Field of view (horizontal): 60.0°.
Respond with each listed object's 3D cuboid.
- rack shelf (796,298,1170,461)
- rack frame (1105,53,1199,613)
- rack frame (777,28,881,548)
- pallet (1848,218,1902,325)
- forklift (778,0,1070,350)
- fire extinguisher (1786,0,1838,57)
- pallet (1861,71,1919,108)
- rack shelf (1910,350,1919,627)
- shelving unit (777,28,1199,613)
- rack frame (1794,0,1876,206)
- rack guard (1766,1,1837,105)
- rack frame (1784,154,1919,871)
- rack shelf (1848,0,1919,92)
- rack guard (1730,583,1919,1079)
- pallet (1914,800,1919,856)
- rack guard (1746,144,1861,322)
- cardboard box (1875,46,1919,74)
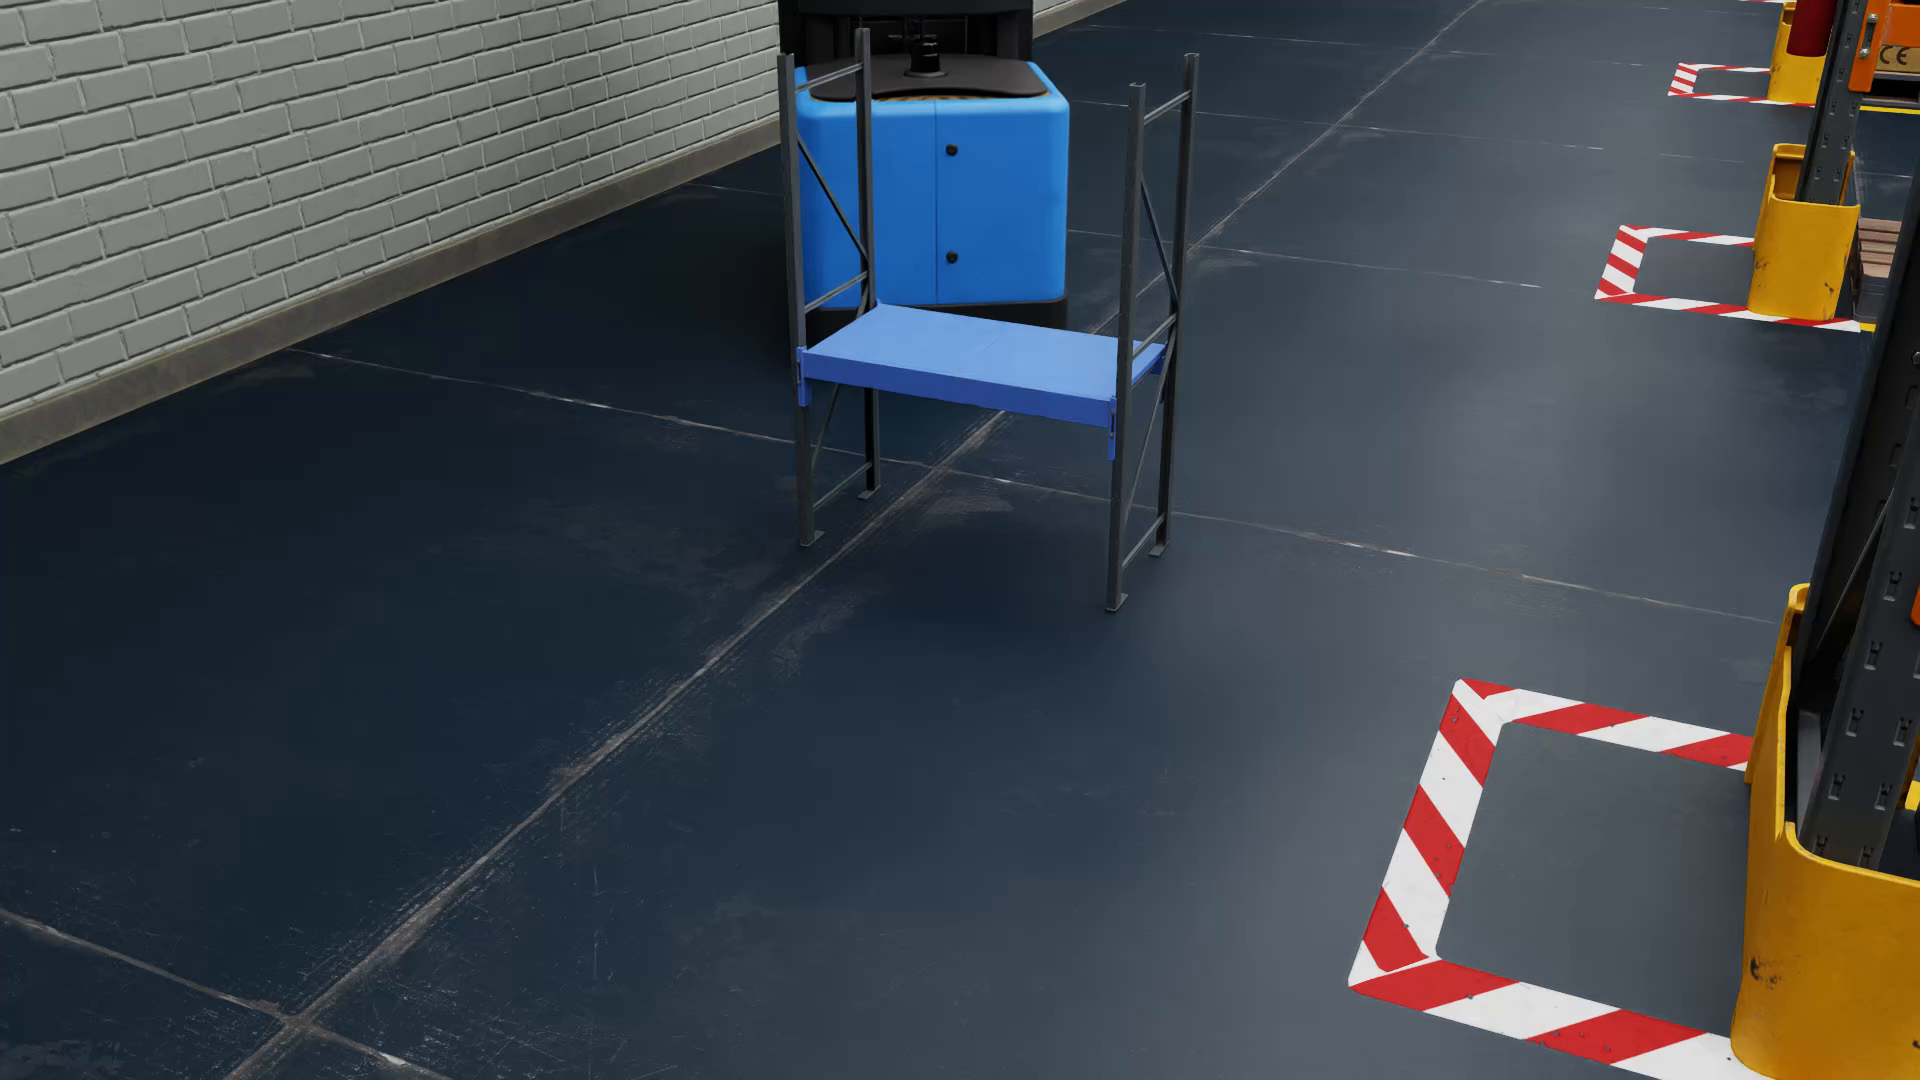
[{"bbox_3d":[0.078,-0.496,4.966,1.000,0.185,0.538,11,28,22],"label":"rack shelf"},{"bbox_3d":[0.540,-0.564,4.698,0.032,1.500,0.500,11,28,22],"label":"rack frame"},{"bbox_3d":[-0.385,-0.750,5.076,0.032,1.500,0.500,11,28,22],"label":"rack frame"},{"bbox_3d":[4.597,-1.125,7.297,1.213,0.211,1.003,11,28,22],"label":"pallet"},{"bbox_3d":[-0.260,-2.597,7.206,1.130,2.935,3.031,-3,26,-6],"label":"forklift"},{"bbox_3d":[3.913,-2.551,7.545,0.183,0.674,0.296,11,28,22],"label":"fire extinguisher"},{"bbox_3d":[6.673,-3.169,11.447,1.213,0.211,1.003,11,28,22],"label":"pallet"},{"bbox_3d":[3.629,0.137,2.391,4.000,0.370,1.077,11,28,22],"label":"rack shelf"},{"bbox_3d":[0.078,-0.657,4.887,1.048,1.500,0.538,11,28,22],"label":"shelving unit"},{"bbox_3d":[3.862,-2.543,7.019,0.127,3.000,1.000,11,28,22],"label":"rack frame"},{"bbox_3d":[5.891,-3.417,11.625,0.348,0.500,1.175,11,28,22],"label":"rack guard"},{"bbox_3d":[1.808,-0.552,2.975,0.127,3.000,1.000,11,28,22],"label":"rack frame"},{"bbox_3d":[5.683,-1.854,6.435,4.000,0.370,1.077,11,28,22],"label":"rack shelf"},{"bbox_3d":[1.878,0.584,3.499,0.348,0.500,1.175,11,28,22],"label":"rack guard"},{"bbox_3d":[2.604,0.859,3.267,1.213,0.211,1.003,11,28,22],"label":"pallet"},{"bbox_3d":[3.835,-1.421,7.569,0.348,0.500,1.175,11,28,22],"label":"rack guard"},{"bbox_3d":[6.528,-3.685,11.268,0.875,0.875,0.875,11,28,22],"label":"cardboard box"}]
